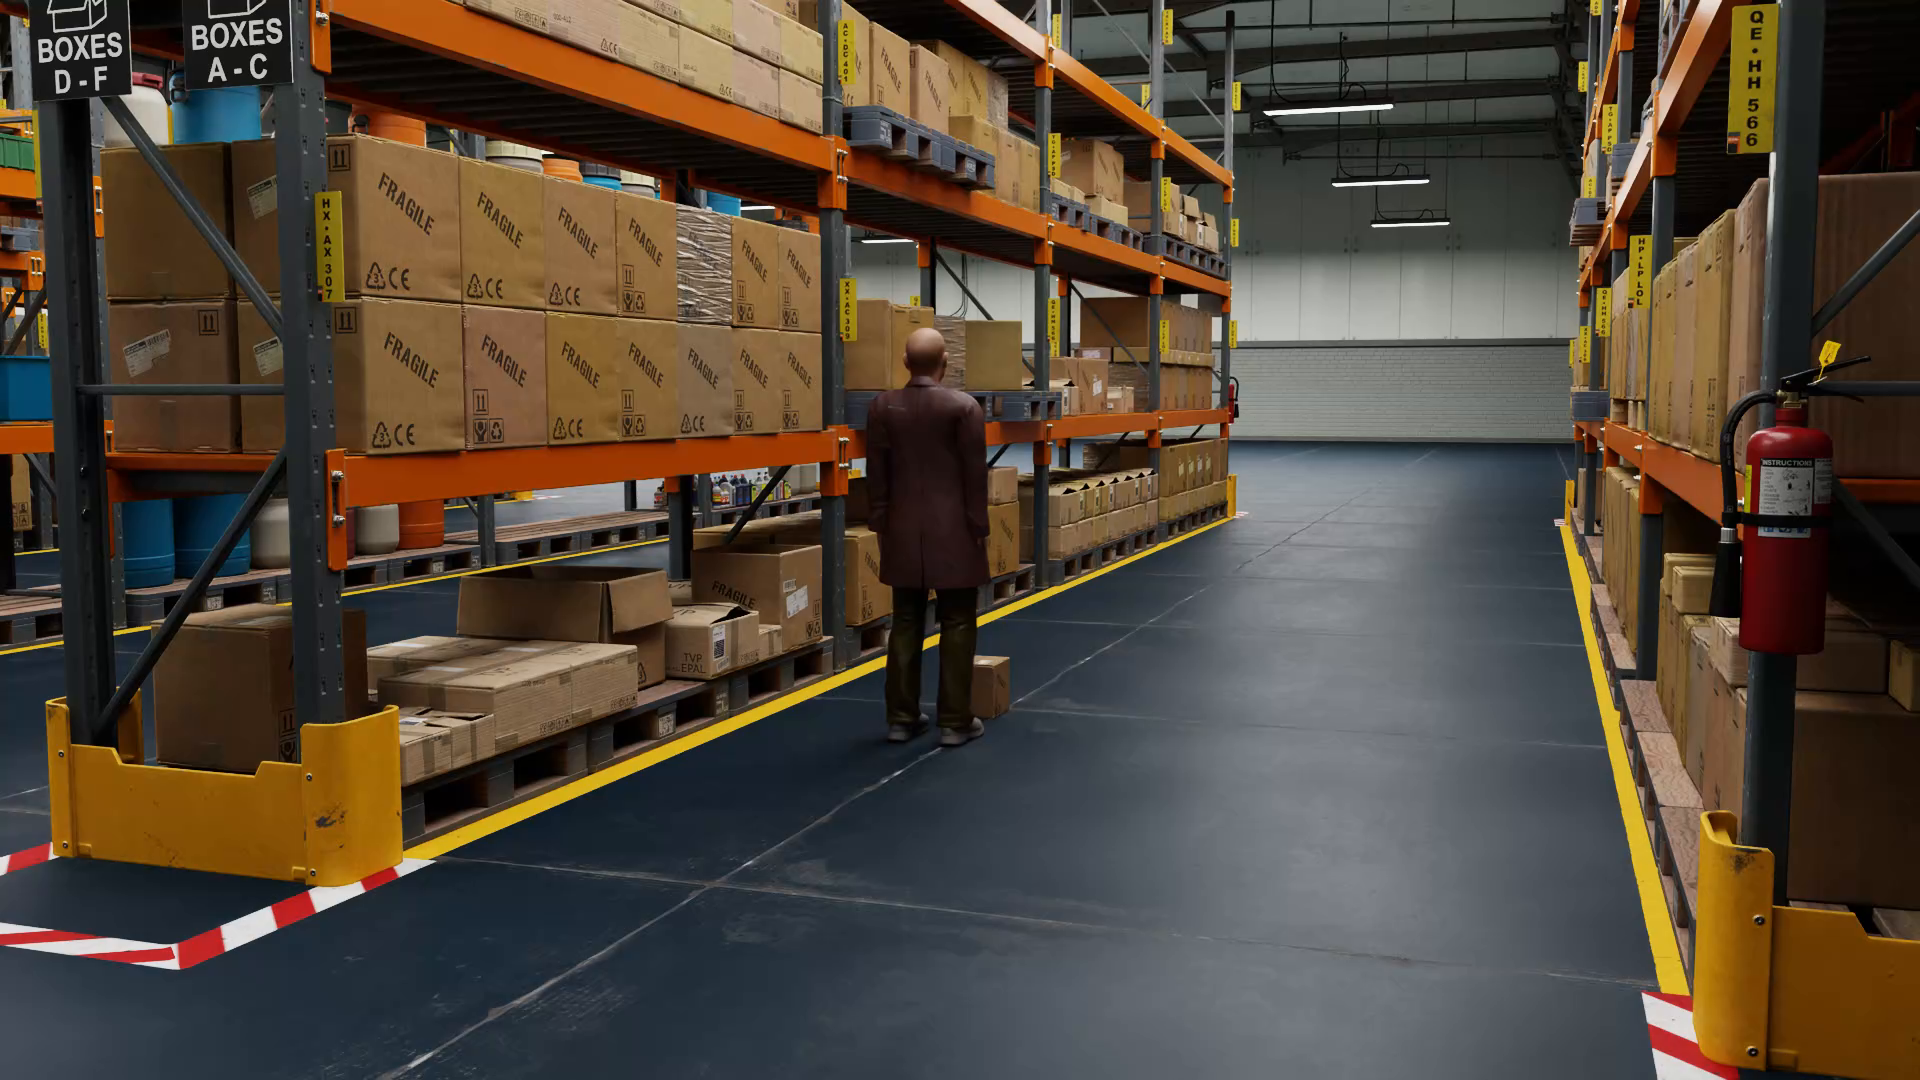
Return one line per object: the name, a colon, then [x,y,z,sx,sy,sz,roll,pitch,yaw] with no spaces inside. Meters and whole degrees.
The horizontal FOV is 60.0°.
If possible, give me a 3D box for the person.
person: [-0.132,-0.020,7.186,0.562,1.774,0.377,2,5,20]
